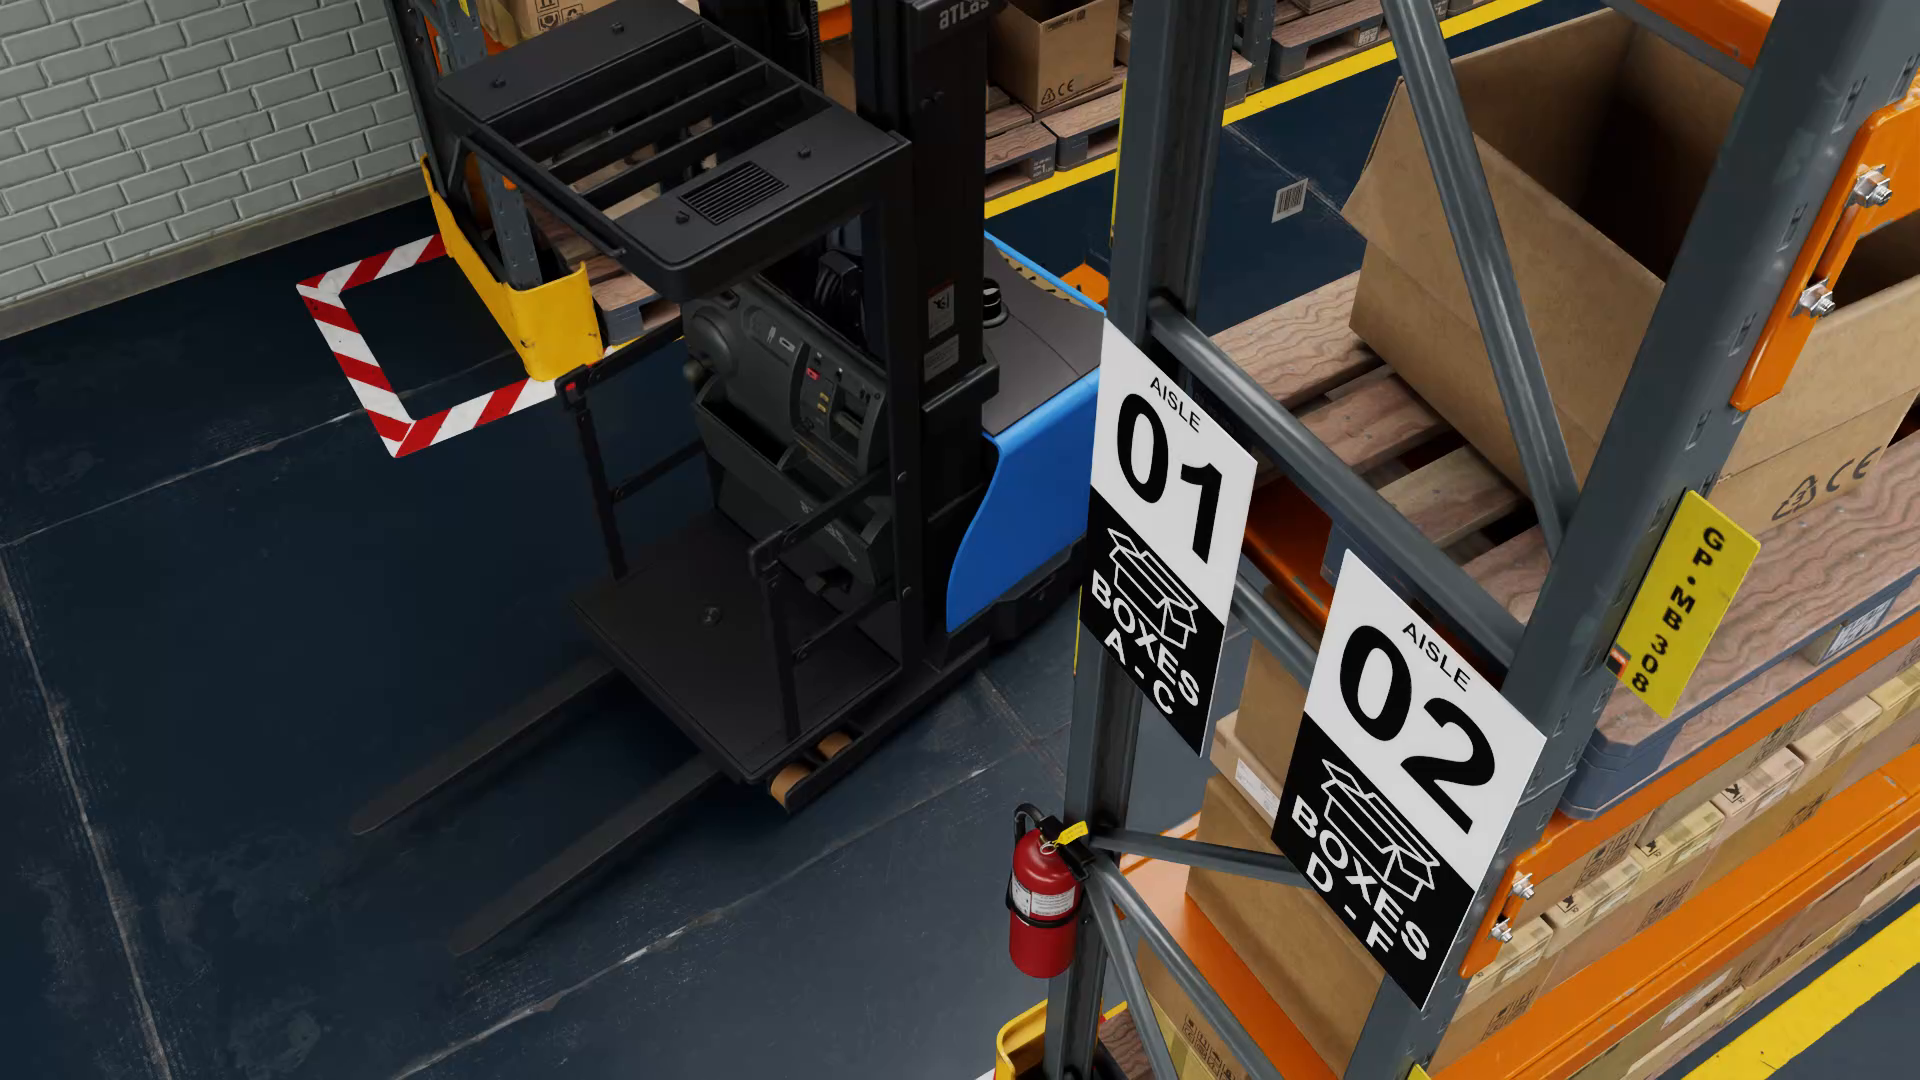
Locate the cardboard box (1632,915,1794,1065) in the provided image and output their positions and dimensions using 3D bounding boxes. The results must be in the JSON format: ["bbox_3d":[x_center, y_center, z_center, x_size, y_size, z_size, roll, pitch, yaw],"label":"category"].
[{"bbox_3d":[1.967,1.089,4.775,0.500,0.500,0.500,-25,53,-21],"label":"cardboard box"}]

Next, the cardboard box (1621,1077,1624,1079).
[{"bbox_3d":[1.550,1.544,4.871,0.500,0.250,0.500,-25,53,-21],"label":"cardboard box"}]

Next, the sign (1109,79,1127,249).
[{"bbox_3d":[0.280,-0.570,2.646,0.005,0.325,0.100,-25,53,-21],"label":"sign"}]

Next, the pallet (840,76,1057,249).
[{"bbox_3d":[-0.288,-1.970,8.309,1.213,0.211,1.003,-25,53,-21],"label":"pallet"}]

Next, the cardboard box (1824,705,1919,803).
[{"bbox_3d":[2.267,0.215,4.429,0.500,0.500,0.700,-24,52,-20],"label":"cardboard box"}]

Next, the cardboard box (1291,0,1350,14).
[{"bbox_3d":[1.908,-3.296,9.001,0.500,0.500,0.700,-24,52,-20],"label":"cardboard box"}]

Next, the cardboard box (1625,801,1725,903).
[{"bbox_3d":[1.438,0.570,3.678,0.250,0.149,0.380,-25,53,-21],"label":"cardboard box"}]

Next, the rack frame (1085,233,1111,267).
[{"bbox_3d":[0.553,-0.765,6.674,0.008,1.050,0.200,-35,57,-27],"label":"rack frame"}]

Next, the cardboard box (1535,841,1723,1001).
[{"bbox_3d":[1.401,0.621,4.067,0.500,0.500,0.700,-24,53,-20],"label":"cardboard box"}]

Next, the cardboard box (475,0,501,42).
[{"bbox_3d":[-1.797,-2.348,6.865,0.500,0.250,0.500,-25,53,-20],"label":"cardboard box"}]

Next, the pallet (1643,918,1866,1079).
[{"bbox_3d":[2.212,1.157,5.523,1.213,0.211,1.003,-25,53,-21],"label":"pallet"}]

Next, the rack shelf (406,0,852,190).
[{"bbox_3d":[-0.398,-2.641,7.520,4.000,0.370,1.077,-25,53,-21],"label":"rack shelf"}]

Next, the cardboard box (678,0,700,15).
[{"bbox_3d":[-1.075,-2.250,6.777,0.500,0.250,0.500,-27,54,-22],"label":"cardboard box"}]

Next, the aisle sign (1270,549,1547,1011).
[{"bbox_3d":[0.665,0.399,2.590,0.004,0.787,0.394,-25,53,-21],"label":"aisle sign"}]

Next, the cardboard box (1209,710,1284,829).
[{"bbox_3d":[0.779,0.523,3.720,0.250,0.149,0.380,-26,53,-21],"label":"cardboard box"}]

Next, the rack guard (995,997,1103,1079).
[{"bbox_3d":[0.537,1.885,4.682,0.348,0.500,1.175,-25,53,-21],"label":"rack guard"}]

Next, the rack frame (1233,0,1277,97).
[{"bbox_3d":[1.294,-3.677,7.961,0.127,3.000,1.000,-25,53,-21],"label":"rack frame"}]

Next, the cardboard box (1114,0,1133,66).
[{"bbox_3d":[0.857,-2.649,8.648,0.250,0.166,0.380,-32,56,-25],"label":"cardboard box"}]

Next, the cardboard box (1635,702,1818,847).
[{"bbox_3d":[1.446,0.168,3.602,0.500,0.500,0.700,-27,53,-22],"label":"cardboard box"}]

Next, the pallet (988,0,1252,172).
[{"bbox_3d":[0.745,-2.459,8.744,1.213,0.211,1.003,-25,53,-21],"label":"pallet"}]

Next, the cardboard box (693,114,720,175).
[{"bbox_3d":[-0.974,-1.781,7.779,0.500,0.311,0.500,-21,52,-18],"label":"cardboard box"}]

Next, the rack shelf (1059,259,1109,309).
[{"bbox_3d":[0.465,-0.884,6.414,0.240,0.259,0.215,-35,57,-27],"label":"rack shelf"}]

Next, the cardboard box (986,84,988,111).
[{"bbox_3d":[-0.069,-2.250,8.305,0.250,0.149,0.380,-29,55,-24],"label":"cardboard box"}]

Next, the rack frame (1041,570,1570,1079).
[{"bbox_3d":[0.557,1.044,3.757,0.127,3.000,1.000,-25,53,-21],"label":"rack frame"}]

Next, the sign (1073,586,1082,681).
[{"bbox_3d":[0.280,0.232,3.546,0.005,0.325,0.100,-25,53,-21],"label":"sign"}]

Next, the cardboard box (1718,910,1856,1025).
[{"bbox_3d":[2.399,1.149,5.223,0.500,0.250,0.500,-25,53,-21],"label":"cardboard box"}]

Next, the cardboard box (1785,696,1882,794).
[{"bbox_3d":[1.876,0.363,3.862,0.250,0.149,0.380,-27,54,-22],"label":"cardboard box"}]

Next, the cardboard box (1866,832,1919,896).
[{"bbox_3d":[2.815,0.692,5.128,0.500,0.500,0.500,-25,53,-21],"label":"cardboard box"}]

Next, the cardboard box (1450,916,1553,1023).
[{"bbox_3d":[1.004,0.775,3.495,0.250,0.149,0.380,-26,53,-21],"label":"cardboard box"}]

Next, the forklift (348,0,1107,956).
[{"bbox_3d":[-0.719,-0.476,5.156,3.031,2.935,1.130,-35,57,-27],"label":"forklift"}]

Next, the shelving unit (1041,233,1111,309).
[{"bbox_3d":[0.465,-0.702,6.618,0.252,1.050,0.215,-35,57,-27],"label":"shelving unit"}]

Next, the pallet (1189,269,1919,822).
[{"bbox_3d":[1.169,-0.189,2.906,1.213,0.211,1.003,-25,53,-21],"label":"pallet"}]

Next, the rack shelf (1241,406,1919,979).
[{"bbox_3d":[2.249,-0.511,3.615,4.000,0.370,1.077,-25,53,-21],"label":"rack shelf"}]

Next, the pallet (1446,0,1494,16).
[{"bbox_3d":[2.984,-3.550,9.715,1.213,0.211,1.003,-25,53,-21],"label":"pallet"}]

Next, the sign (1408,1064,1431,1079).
[{"bbox_3d":[0.848,1.083,3.090,0.005,0.325,0.100,-25,53,-21],"label":"sign"}]

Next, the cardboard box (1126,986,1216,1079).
[{"bbox_3d":[0.853,1.419,4.983,0.500,0.250,0.500,-25,53,-21],"label":"cardboard box"}]

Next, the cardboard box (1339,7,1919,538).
[{"bbox_3d":[1.046,-0.400,2.590,0.637,0.503,0.797,-22,52,-18],"label":"cardboard box"}]
